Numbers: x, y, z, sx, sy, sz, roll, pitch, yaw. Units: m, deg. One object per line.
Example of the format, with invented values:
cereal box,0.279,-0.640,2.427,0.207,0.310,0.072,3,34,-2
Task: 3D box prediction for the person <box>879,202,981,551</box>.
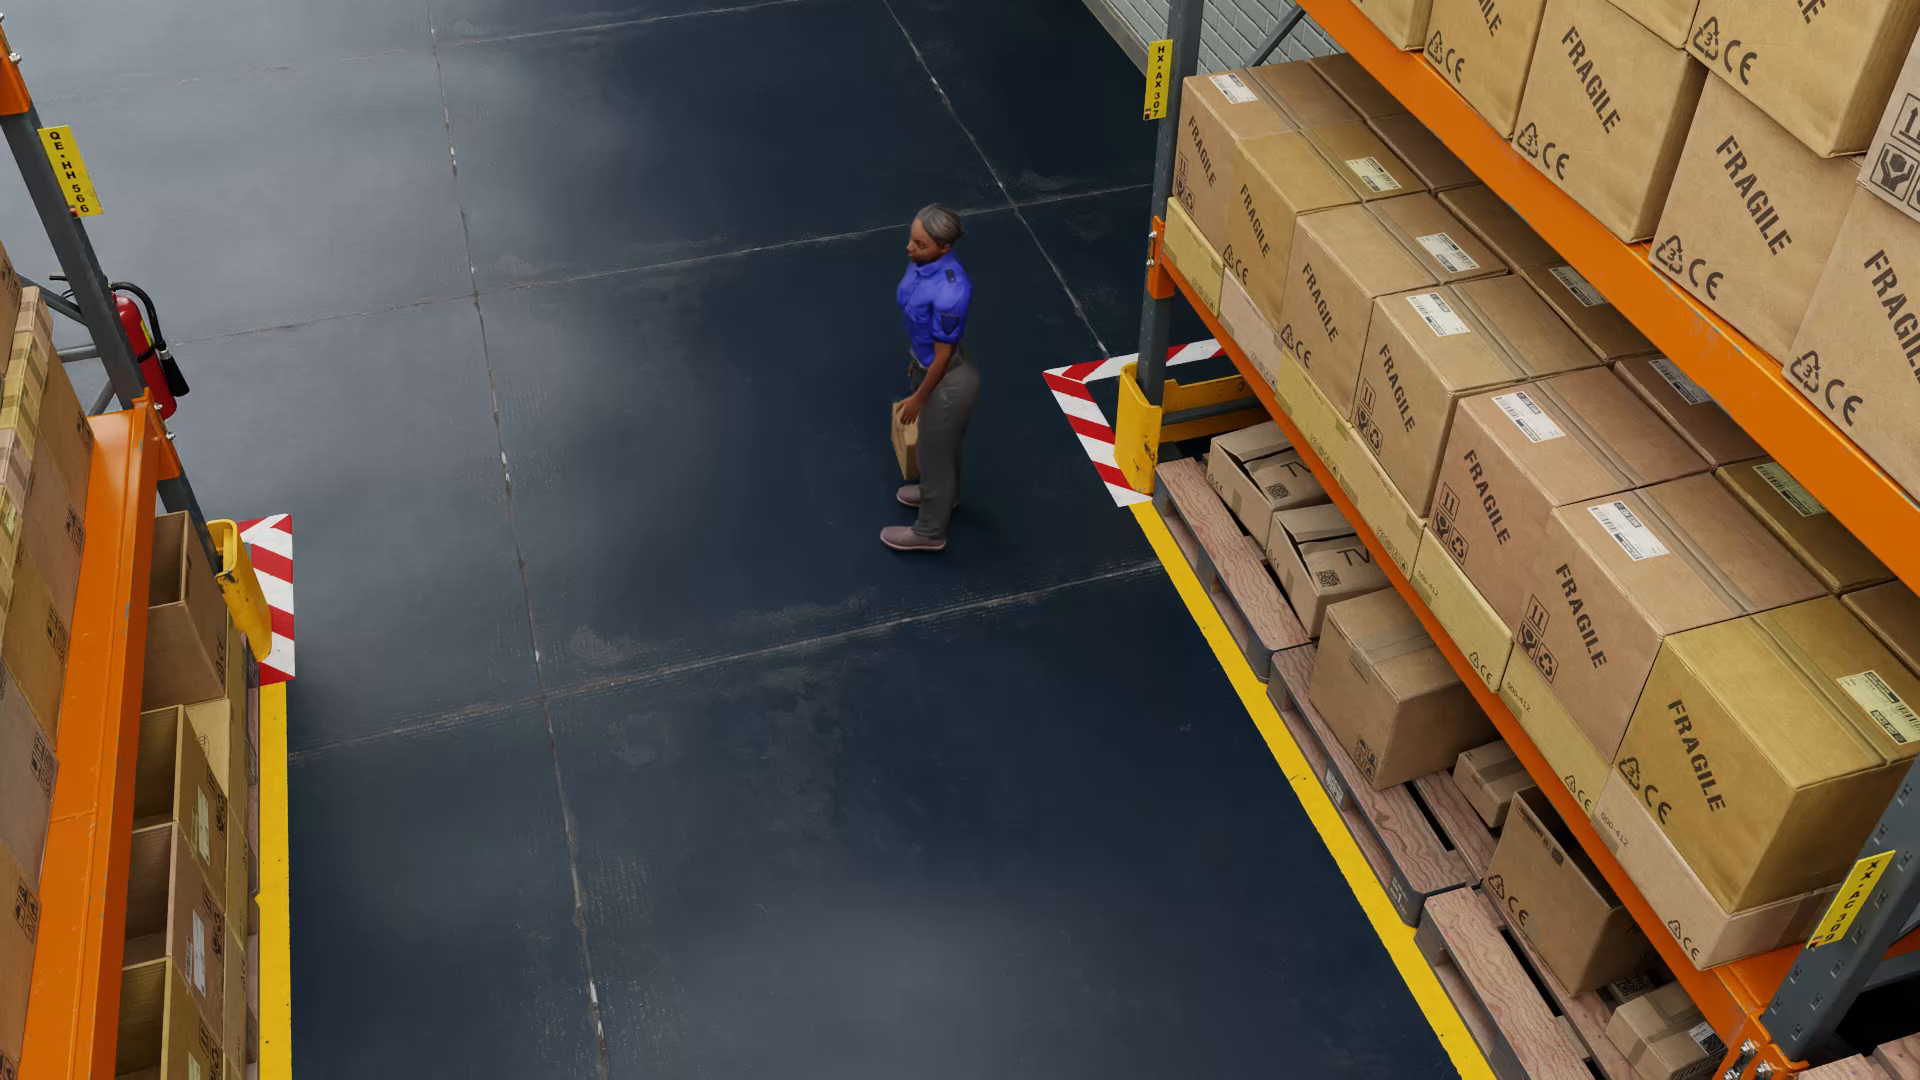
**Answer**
person,-0.156,-0.676,6.871,0.441,1.668,0.502,-9,43,-9
